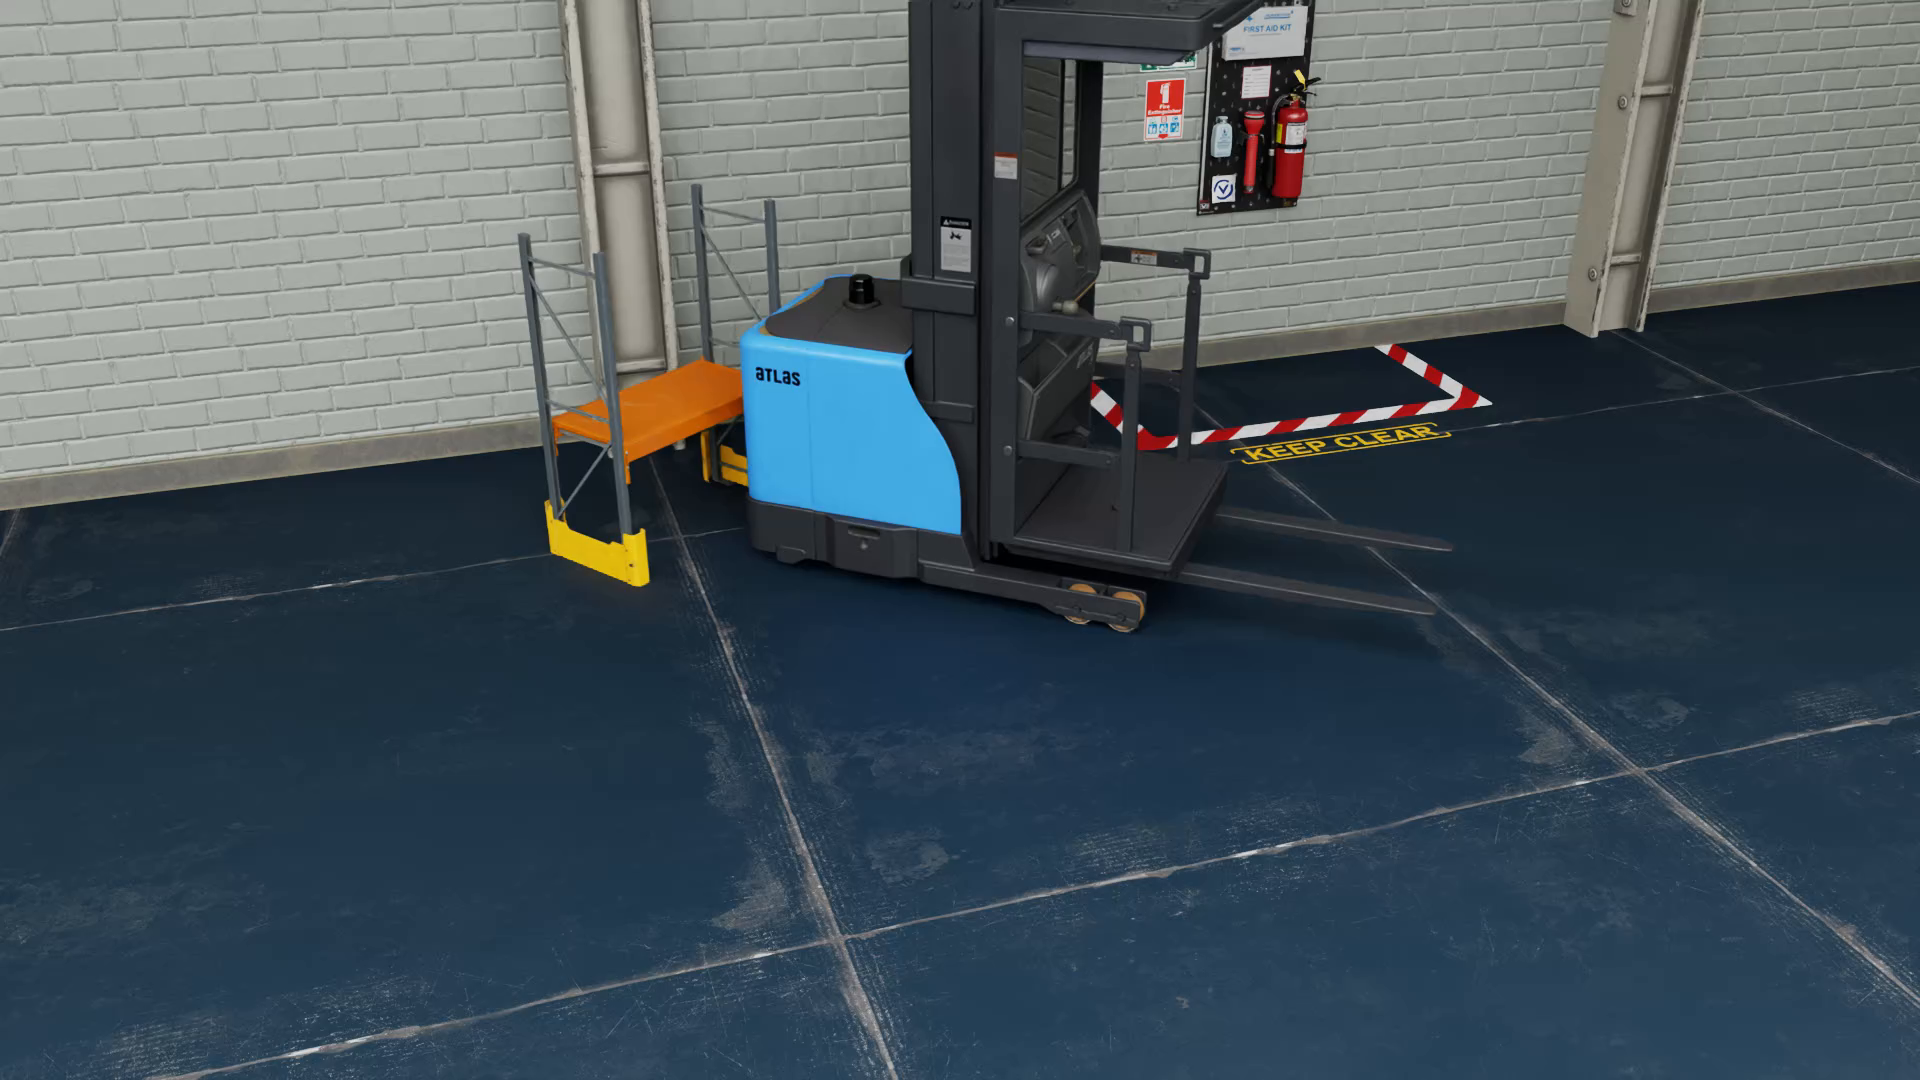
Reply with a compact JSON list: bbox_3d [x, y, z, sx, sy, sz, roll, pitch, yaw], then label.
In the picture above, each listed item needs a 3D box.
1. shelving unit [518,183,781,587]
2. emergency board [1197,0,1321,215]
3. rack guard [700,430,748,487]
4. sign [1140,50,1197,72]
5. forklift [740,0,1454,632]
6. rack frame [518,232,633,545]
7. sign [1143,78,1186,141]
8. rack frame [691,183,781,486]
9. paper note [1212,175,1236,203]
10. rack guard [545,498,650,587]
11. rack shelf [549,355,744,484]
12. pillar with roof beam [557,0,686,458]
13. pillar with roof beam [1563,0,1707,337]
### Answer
[{"bbox_3d":[-1.333,-0.732,7.538,0.587,1.500,1.083,18,32,32],"label":"shelving unit"},{"bbox_3d":[1.672,-2.362,9.134,0.643,1.169,0.194,-8,28,-16],"label":"emergency board"},{"bbox_3d":[-1.036,-0.350,8.174,0.587,0.250,0.087,18,32,32],"label":"rack guard"},{"bbox_3d":[1.122,-2.580,8.937,0.331,0.109,0.001,-8,28,-16],"label":"sign"},{"bbox_3d":[0.607,-1.195,6.860,3.031,2.935,1.130,10,28,19],"label":"forklift"},{"bbox_3d":[-1.642,-0.547,7.166,0.500,1.500,0.032,18,32,32],"label":"rack frame"},{"bbox_3d":[1.115,-2.345,9.061,0.234,0.329,0.001,-8,28,-16],"label":"sign"},{"bbox_3d":[-1.036,-0.910,7.897,0.500,1.500,0.032,18,32,32],"label":"rack frame"},{"bbox_3d":[1.483,-1.972,9.340,0.142,0.148,0.016,-8,28,-16],"label":"paper note"},{"bbox_3d":[-1.630,0.005,7.458,0.587,0.250,0.087,18,32,32],"label":"rack guard"},{"bbox_3d":[-1.339,-0.568,7.612,0.538,0.185,1.000,18,32,32],"label":"rack shelf"},{"bbox_3d":[-0.338,-2.727,3.123,0.400,9.000,9.100,-8,28,-16],"label":"pillar with roof beam"},{"bbox_3d":[5.367,-3.553,4.787,0.400,9.000,9.100,-8,28,-16],"label":"pillar with roof beam"}]
